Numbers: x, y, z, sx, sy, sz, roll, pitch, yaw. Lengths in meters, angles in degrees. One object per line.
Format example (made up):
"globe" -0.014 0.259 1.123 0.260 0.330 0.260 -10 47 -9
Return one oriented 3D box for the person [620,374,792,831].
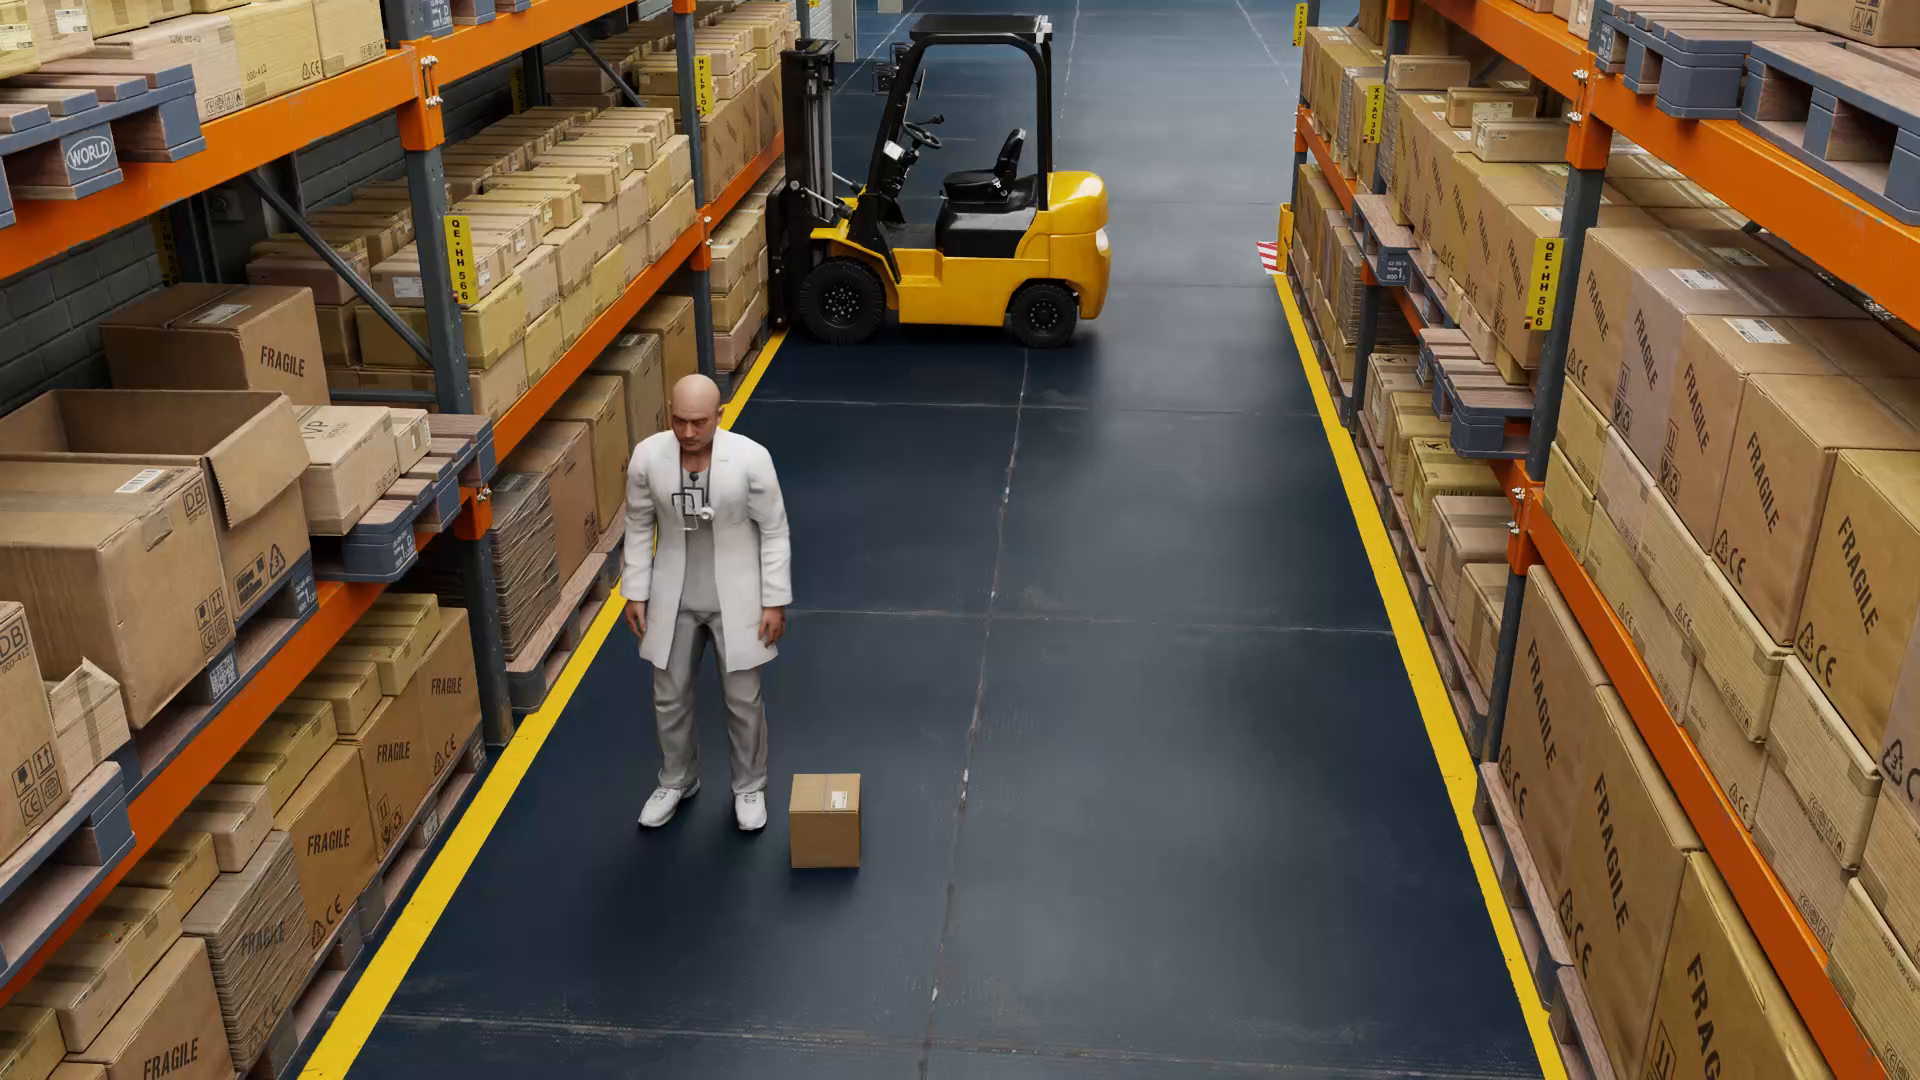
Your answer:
"person" -0.935 0.226 6.117 0.632 1.775 0.422 2 24 5
